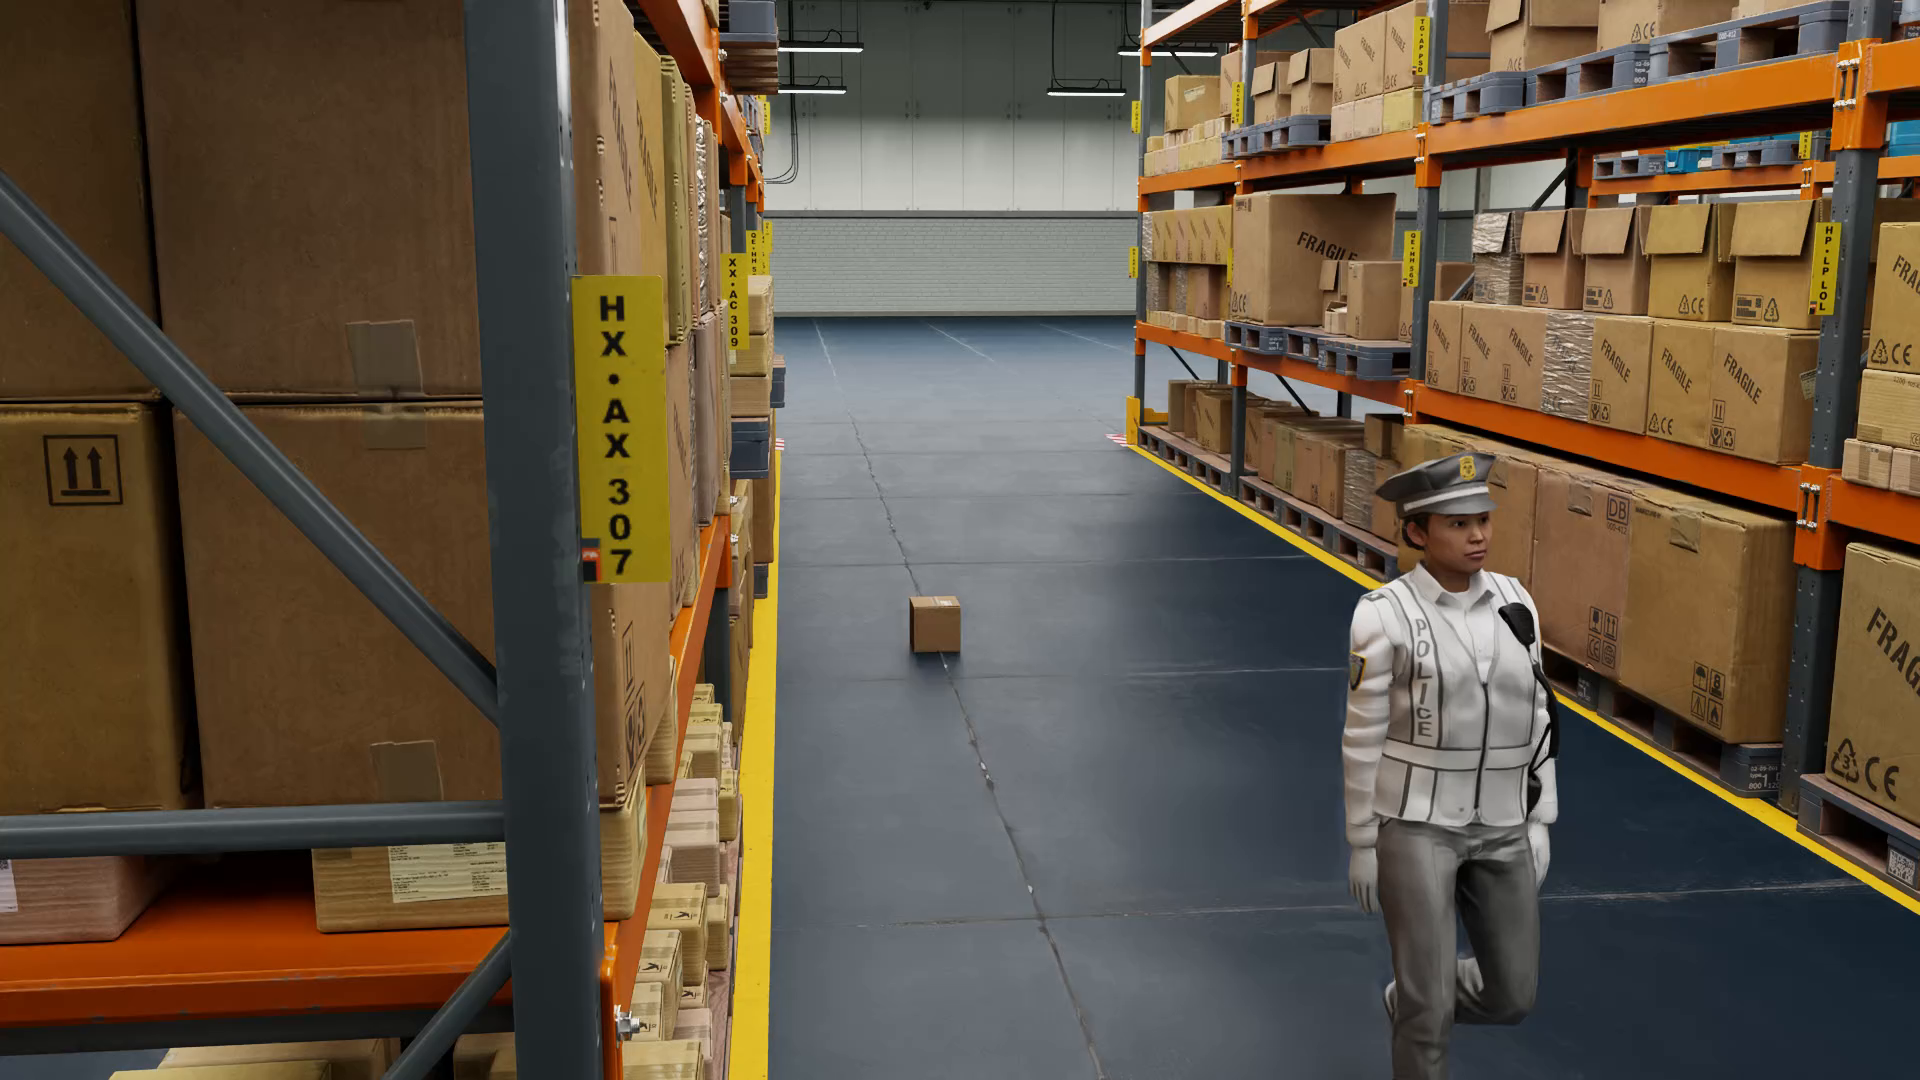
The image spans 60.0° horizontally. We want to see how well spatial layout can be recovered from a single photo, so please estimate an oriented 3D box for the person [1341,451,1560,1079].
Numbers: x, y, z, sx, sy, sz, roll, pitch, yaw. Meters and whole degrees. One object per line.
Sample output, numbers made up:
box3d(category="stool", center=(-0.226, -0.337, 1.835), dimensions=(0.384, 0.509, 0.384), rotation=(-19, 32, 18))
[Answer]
box3d(category="person", center=(1.083, 0.622, 3.716), dimensions=(0.492, 1.670, 0.661), rotation=(-2, 10, -12))
